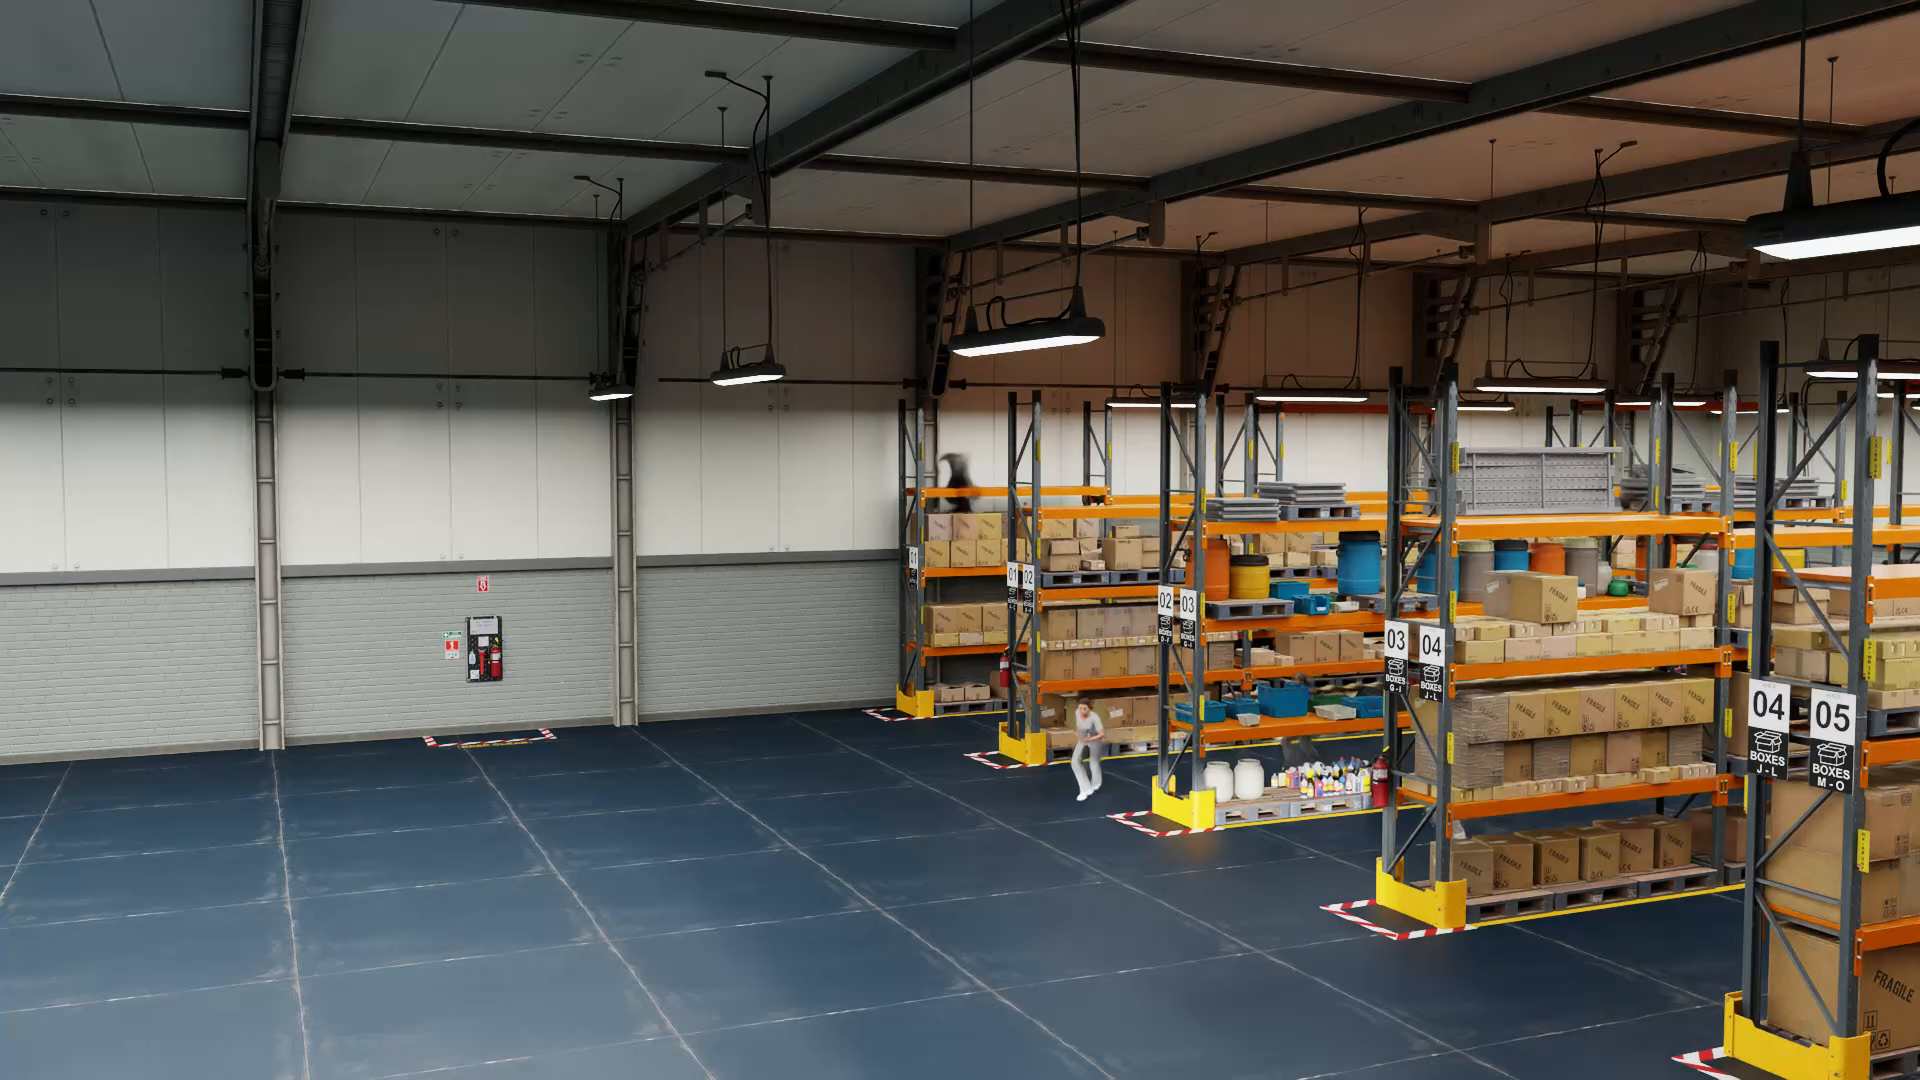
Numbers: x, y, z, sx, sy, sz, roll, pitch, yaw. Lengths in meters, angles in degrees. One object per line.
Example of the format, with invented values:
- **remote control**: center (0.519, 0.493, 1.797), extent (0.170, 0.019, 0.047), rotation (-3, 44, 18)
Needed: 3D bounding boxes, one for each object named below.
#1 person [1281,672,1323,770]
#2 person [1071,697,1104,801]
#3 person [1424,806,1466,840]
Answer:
- **person**: center (5.303, 2.865, 25.569), extent (0.692, 1.689, 0.610), rotation (0, 3, -7)
- **person**: center (1.906, 2.979, 24.156), extent (0.586, 1.496, 1.057), rotation (2, 4, 28)
- **person**: center (6.045, 3.082, 20.612), extent (0.616, 1.731, 0.689), rotation (-1, 3, -10)
